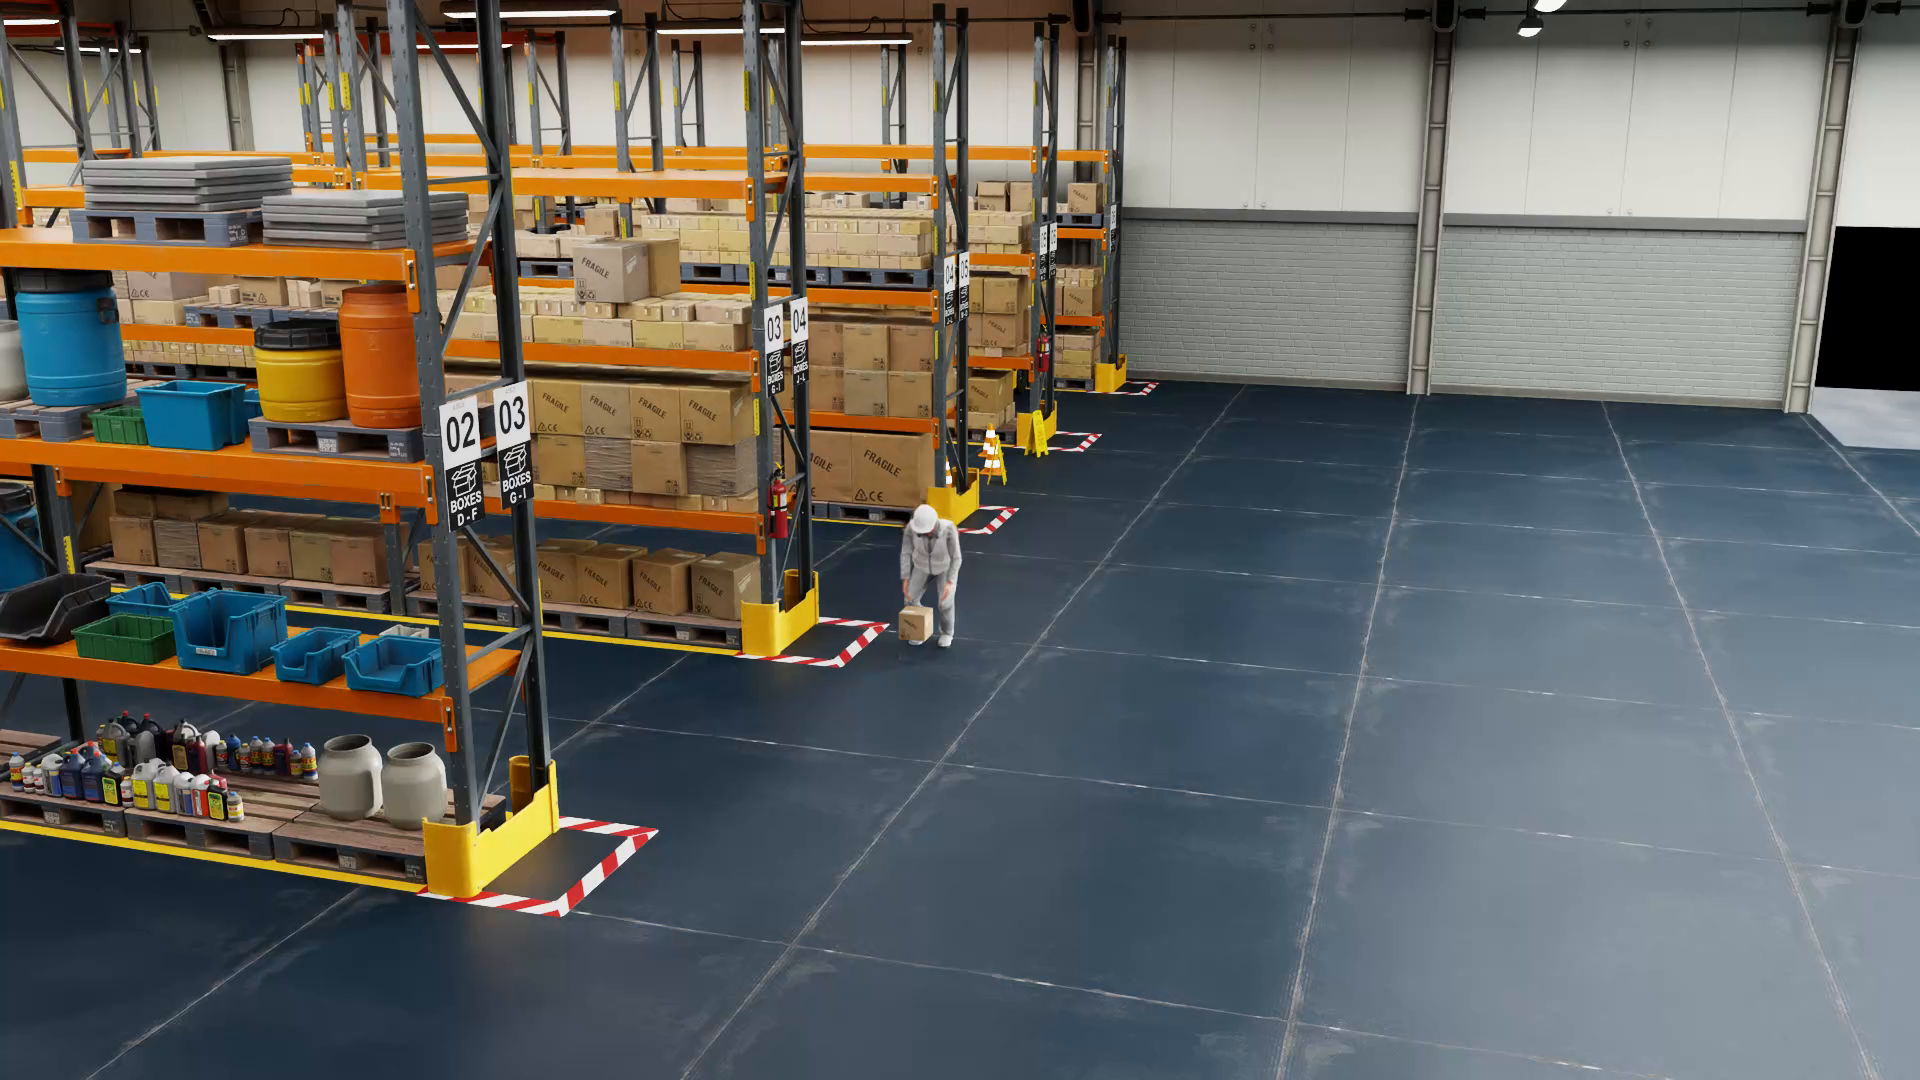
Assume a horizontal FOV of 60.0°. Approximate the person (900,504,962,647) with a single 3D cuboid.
[{"bbox_3d":[-0.248,0.301,15.528,0.592,1.422,0.768,4,16,16],"label":"person"}]
